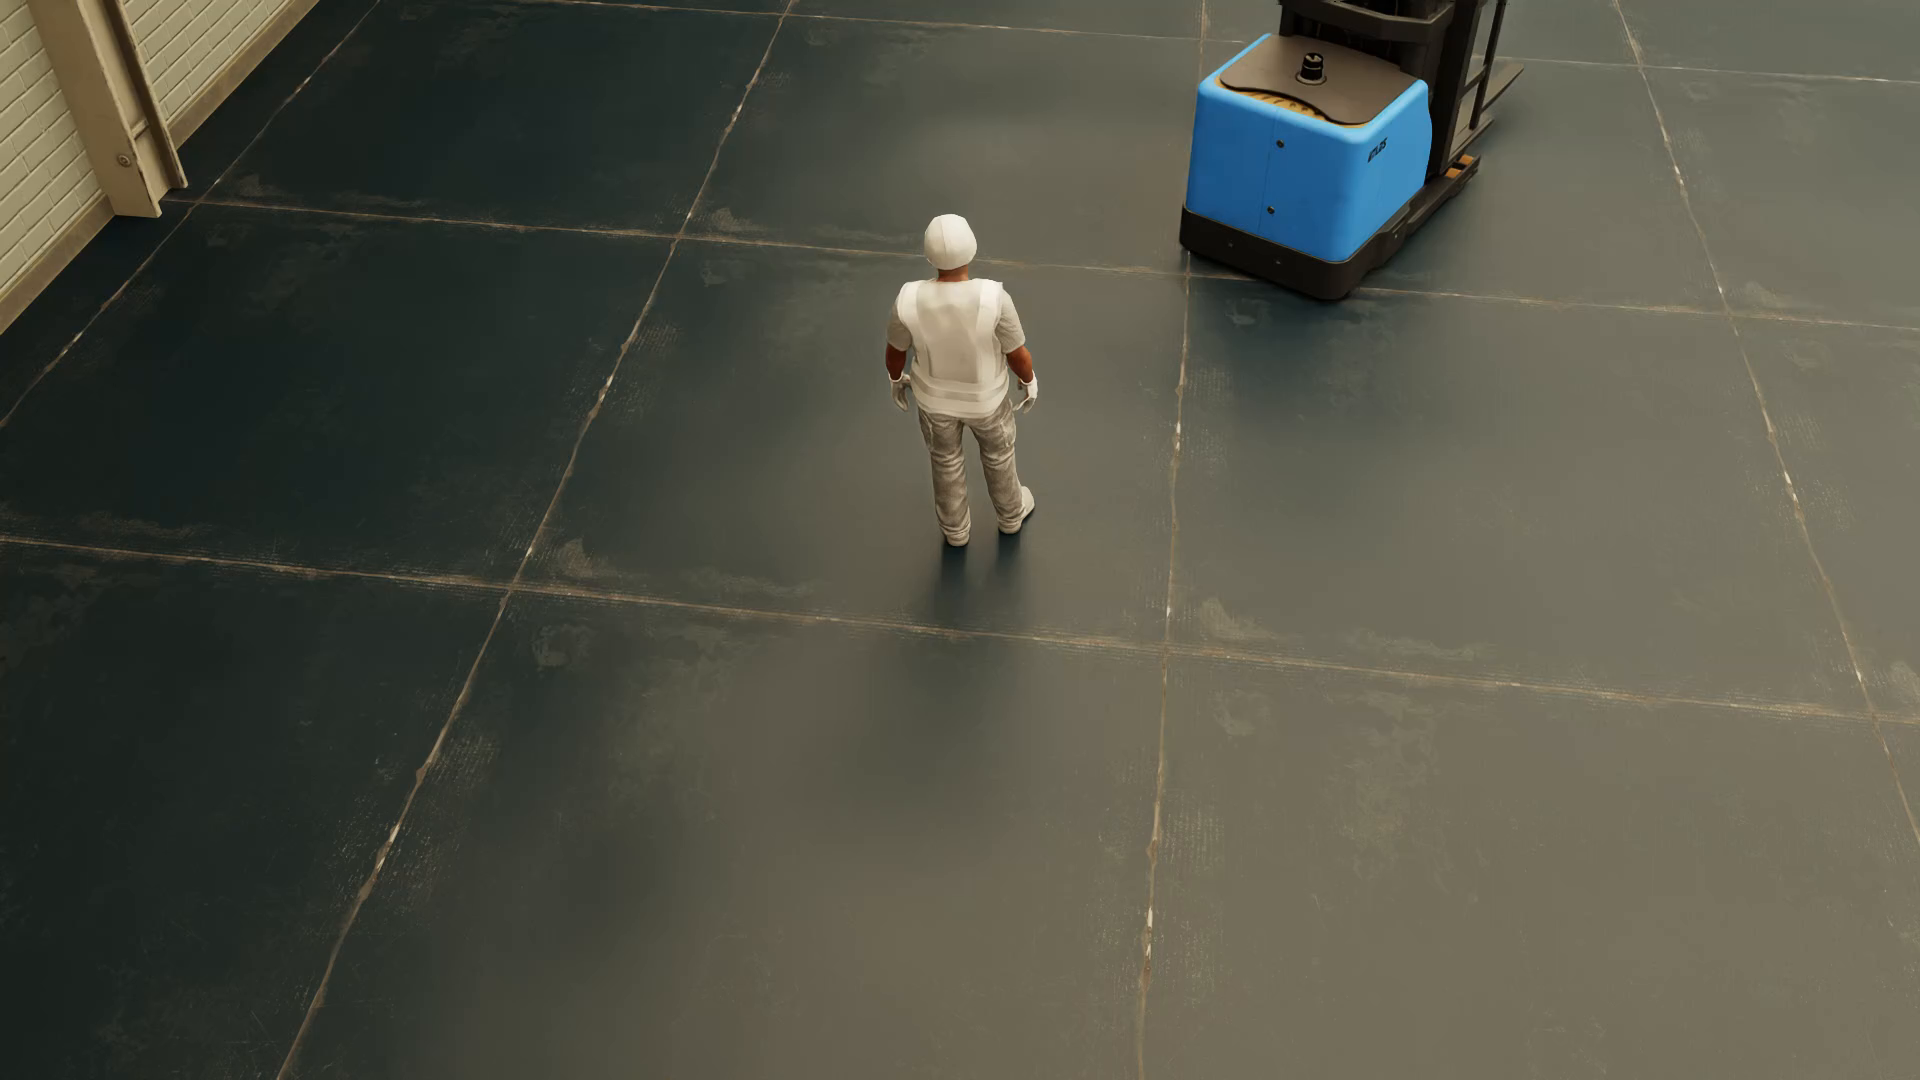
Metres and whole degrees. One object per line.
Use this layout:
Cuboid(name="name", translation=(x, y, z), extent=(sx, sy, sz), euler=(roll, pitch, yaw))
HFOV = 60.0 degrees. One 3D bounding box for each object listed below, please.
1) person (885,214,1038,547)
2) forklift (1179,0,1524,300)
Cuboid(name="person", translation=(0.018, -0.709, 7.334), extent=(0.656, 1.782, 0.577), euler=(5, 43, 6))
Cuboid(name="forklift", translation=(2.556, -3.366, 9.388), extent=(1.130, 2.935, 3.031), euler=(27, 49, 26))
